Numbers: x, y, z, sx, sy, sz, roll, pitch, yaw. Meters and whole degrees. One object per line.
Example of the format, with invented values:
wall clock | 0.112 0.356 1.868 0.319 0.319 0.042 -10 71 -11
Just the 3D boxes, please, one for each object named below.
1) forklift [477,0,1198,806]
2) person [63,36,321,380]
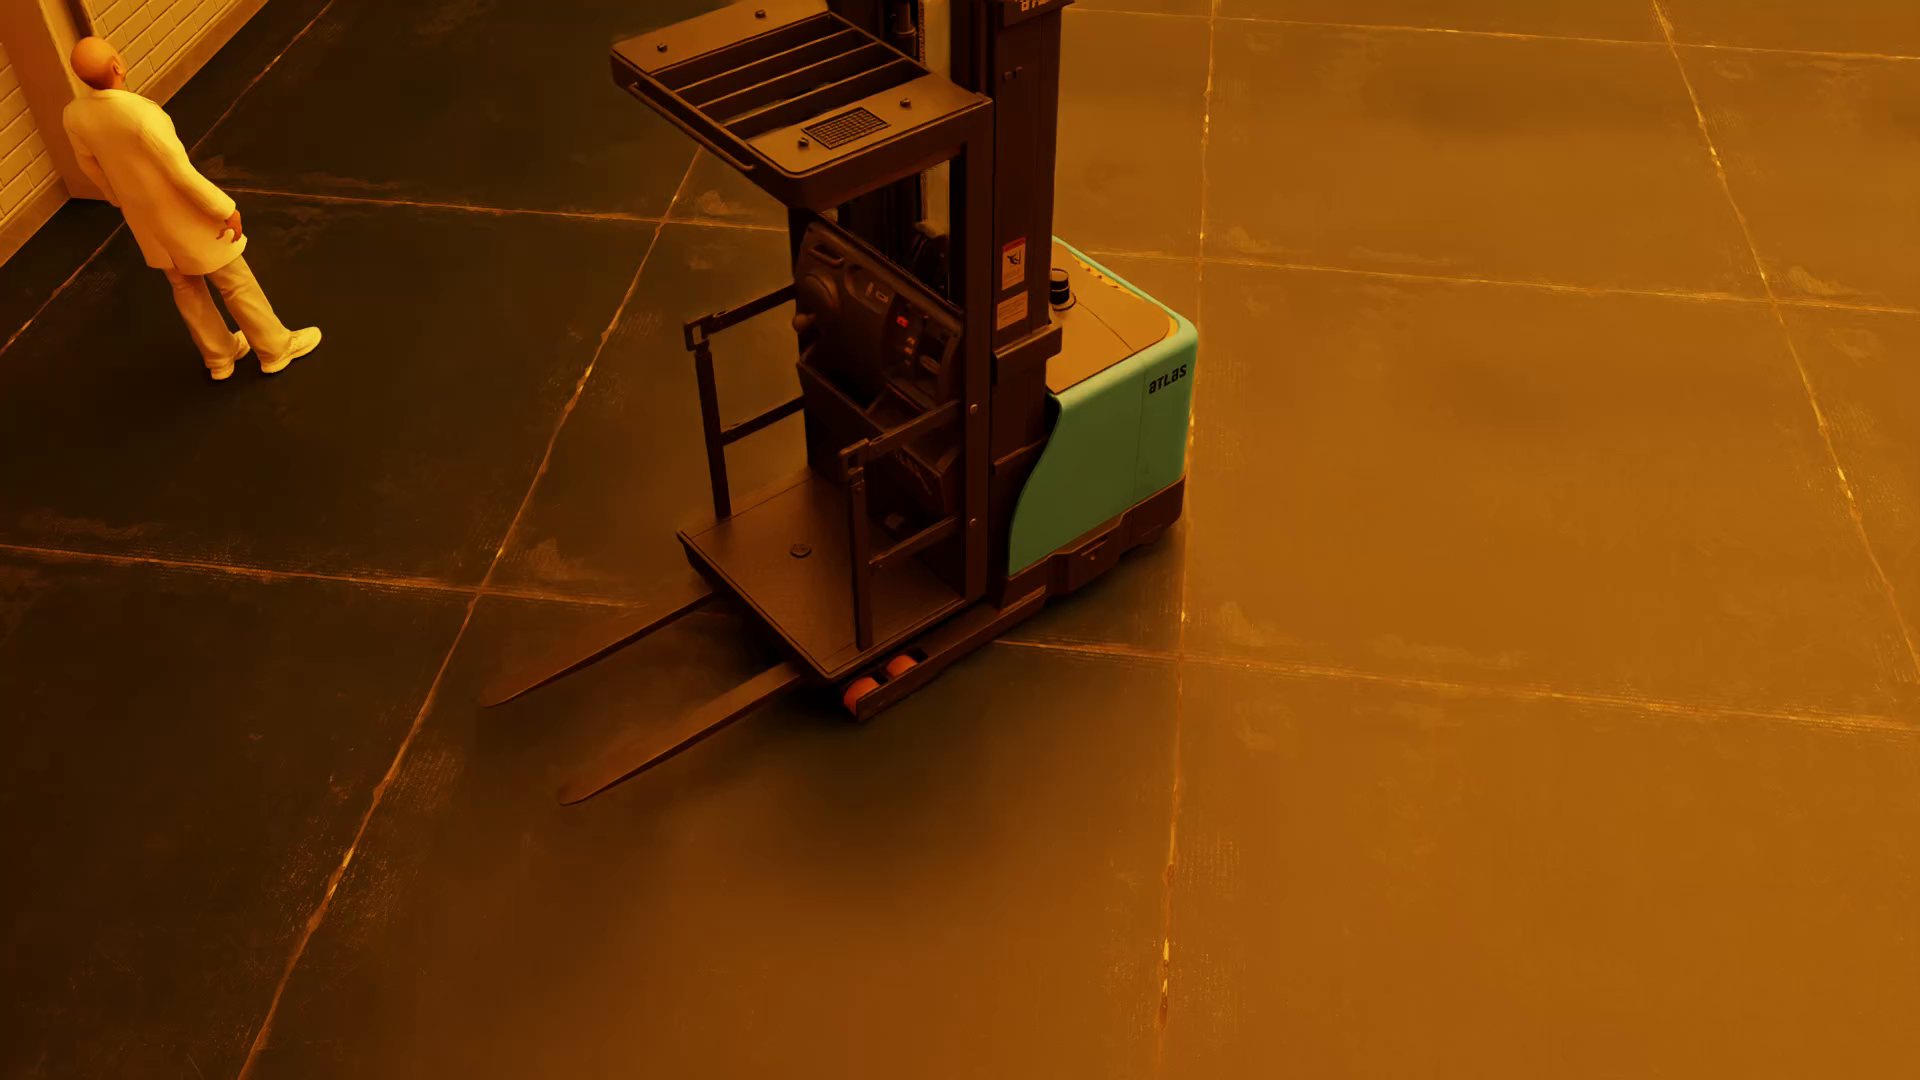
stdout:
forklift | -0.475 -0.775 6.068 3.031 2.935 1.130 -29 50 -28
person | -3.623 -1.567 7.773 0.698 1.777 0.582 12 44 13
